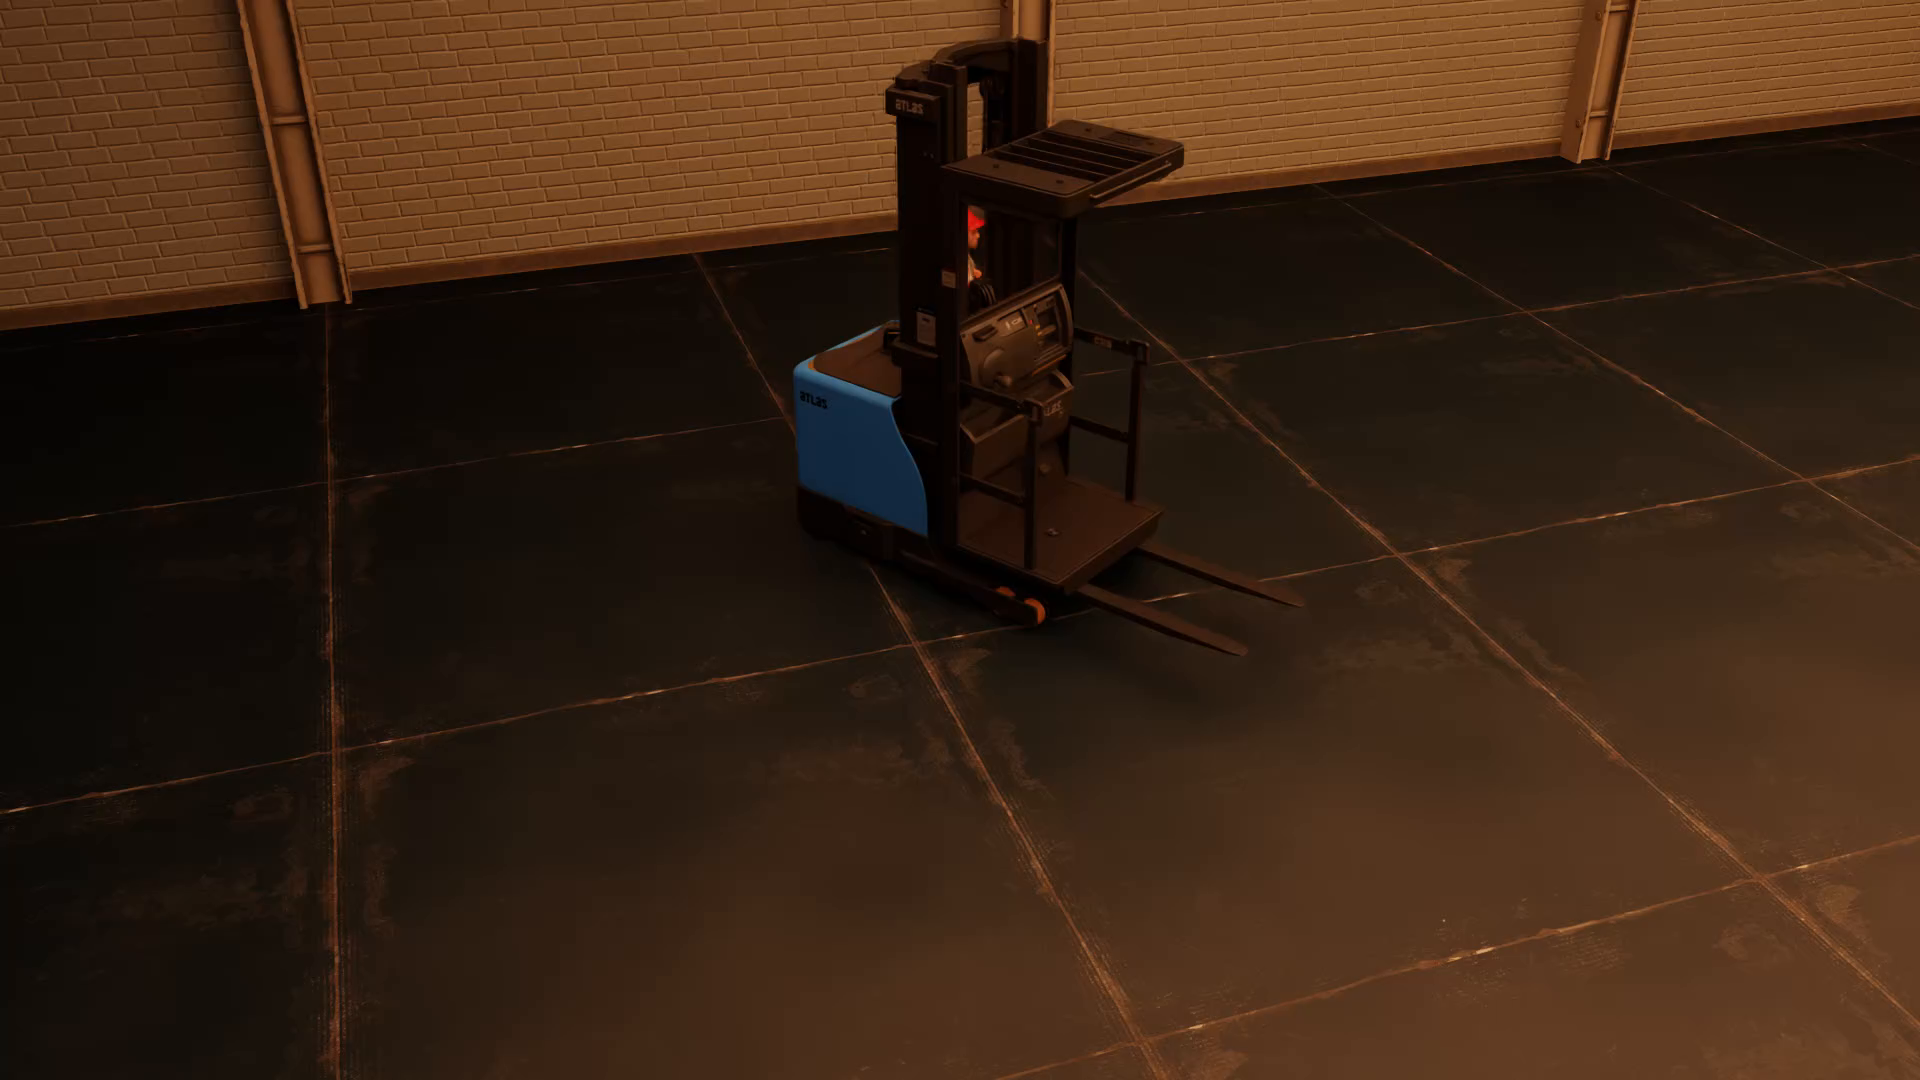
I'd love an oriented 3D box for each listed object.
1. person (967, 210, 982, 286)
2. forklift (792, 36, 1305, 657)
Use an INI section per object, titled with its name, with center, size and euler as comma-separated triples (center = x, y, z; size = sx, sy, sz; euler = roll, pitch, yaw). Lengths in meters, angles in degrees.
[person]
center = 0.224, -1.427, 11.008
size = 0.877, 1.555, 0.870
euler = -1, 30, -1
[forklift]
center = 0.479, -1.082, 8.967
size = 3.031, 2.935, 1.130
euler = 22, 36, 33
